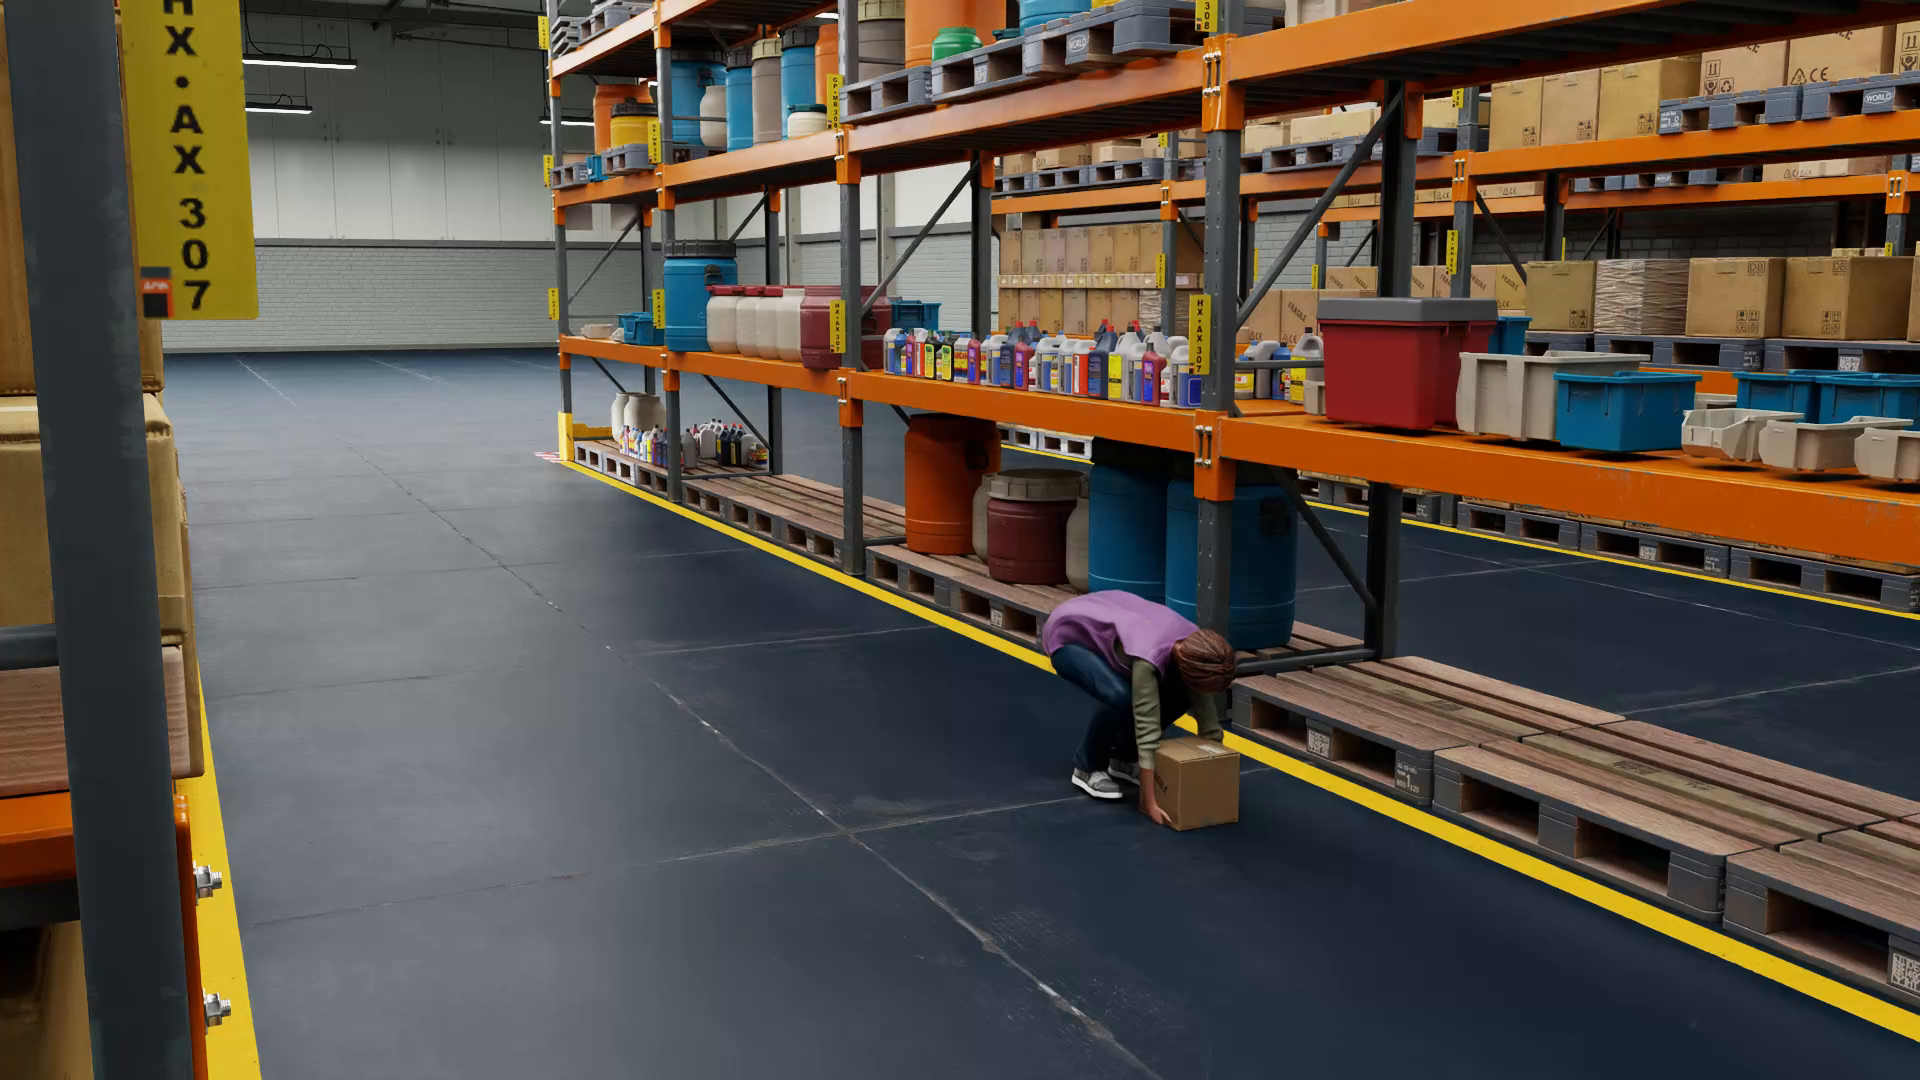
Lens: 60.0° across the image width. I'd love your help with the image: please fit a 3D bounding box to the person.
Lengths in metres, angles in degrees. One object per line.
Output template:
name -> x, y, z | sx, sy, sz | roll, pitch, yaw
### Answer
person -> 0.654, 0.609, 6.008 | 0.422, 0.719, 0.873 | -6, 11, -35
